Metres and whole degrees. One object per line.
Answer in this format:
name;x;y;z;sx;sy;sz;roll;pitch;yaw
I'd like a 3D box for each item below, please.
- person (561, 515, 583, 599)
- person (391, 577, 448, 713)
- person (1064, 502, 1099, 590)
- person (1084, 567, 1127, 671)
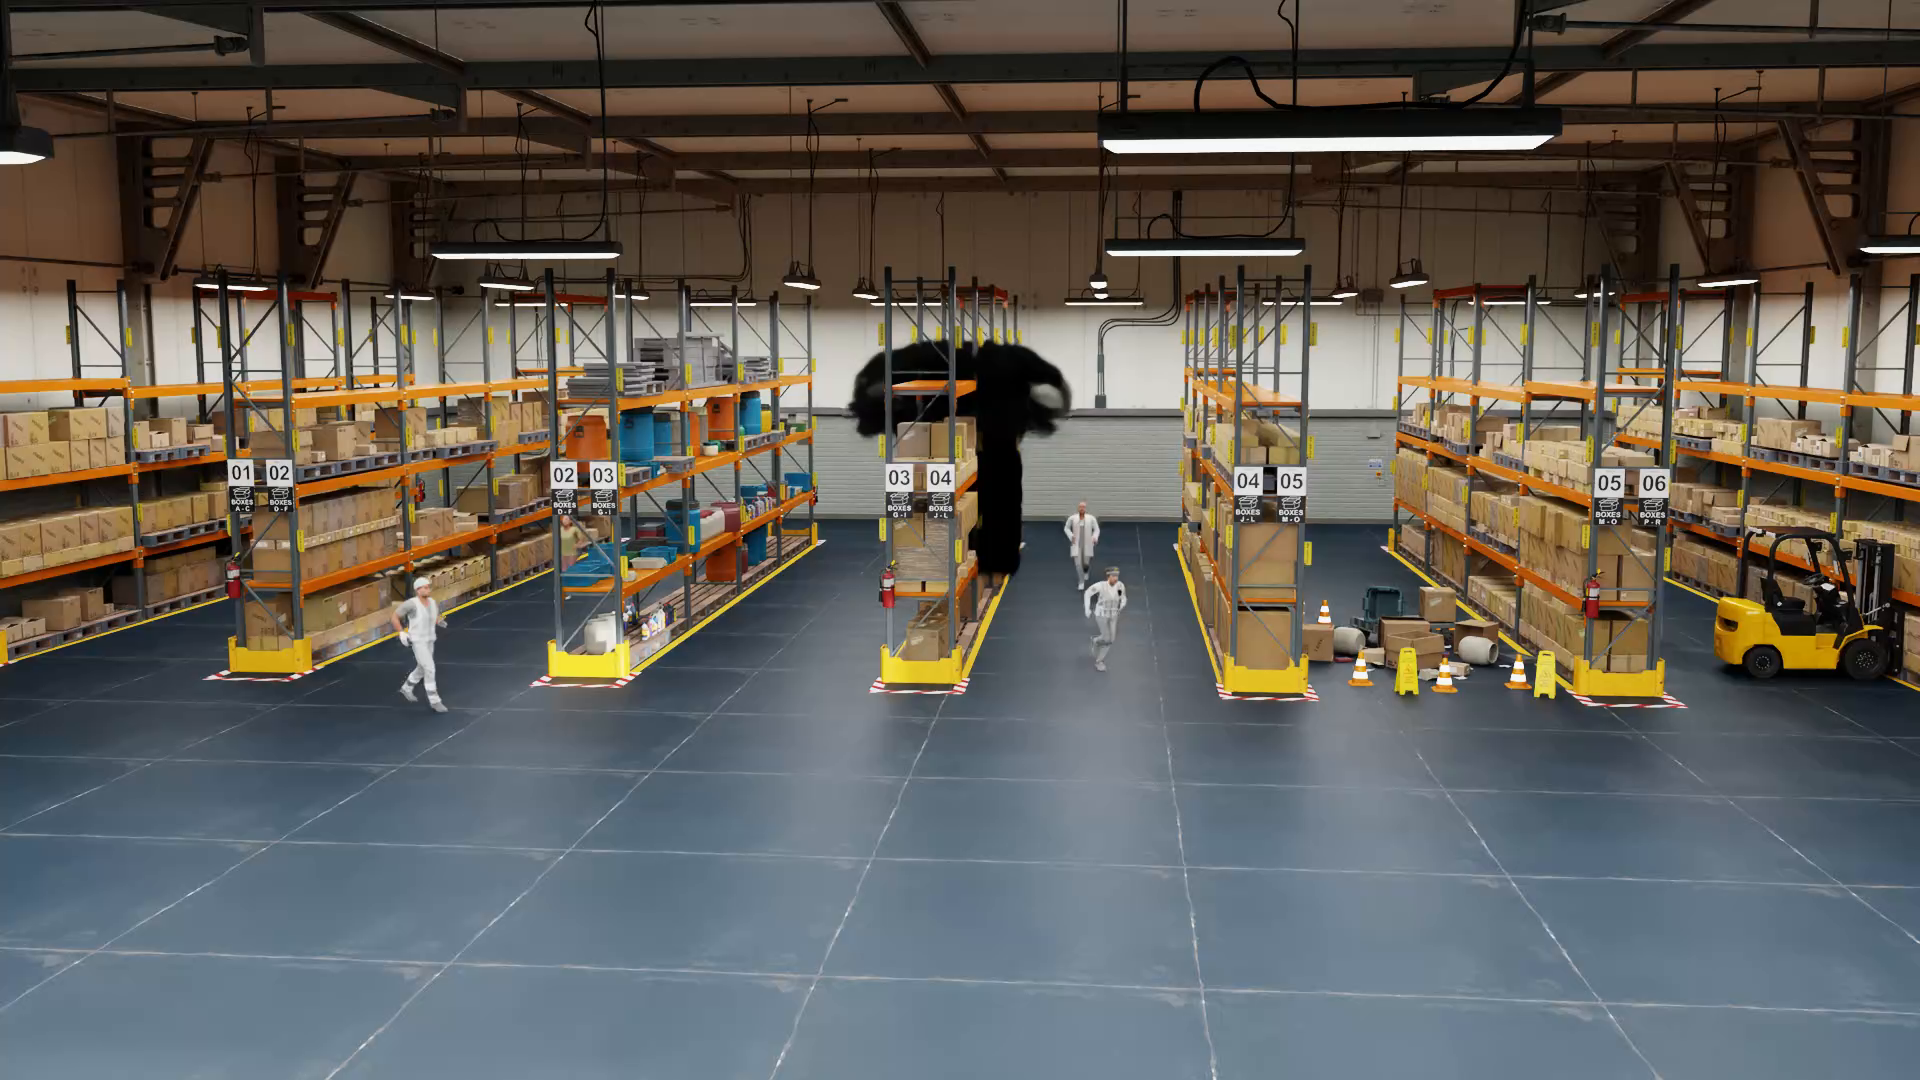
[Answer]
person;-7.541;0.313;32.026;0.570;1.637;0.564;0;7;-4
person;-7.257;1.387;22.434;0.950;1.787;0.672;3;8;26
person;2.439;0.104;33.363;0.712;1.738;0.643;0;7;4
person;2.223;1.178;25.083;0.604;1.612;0.668;-3;8;-24
